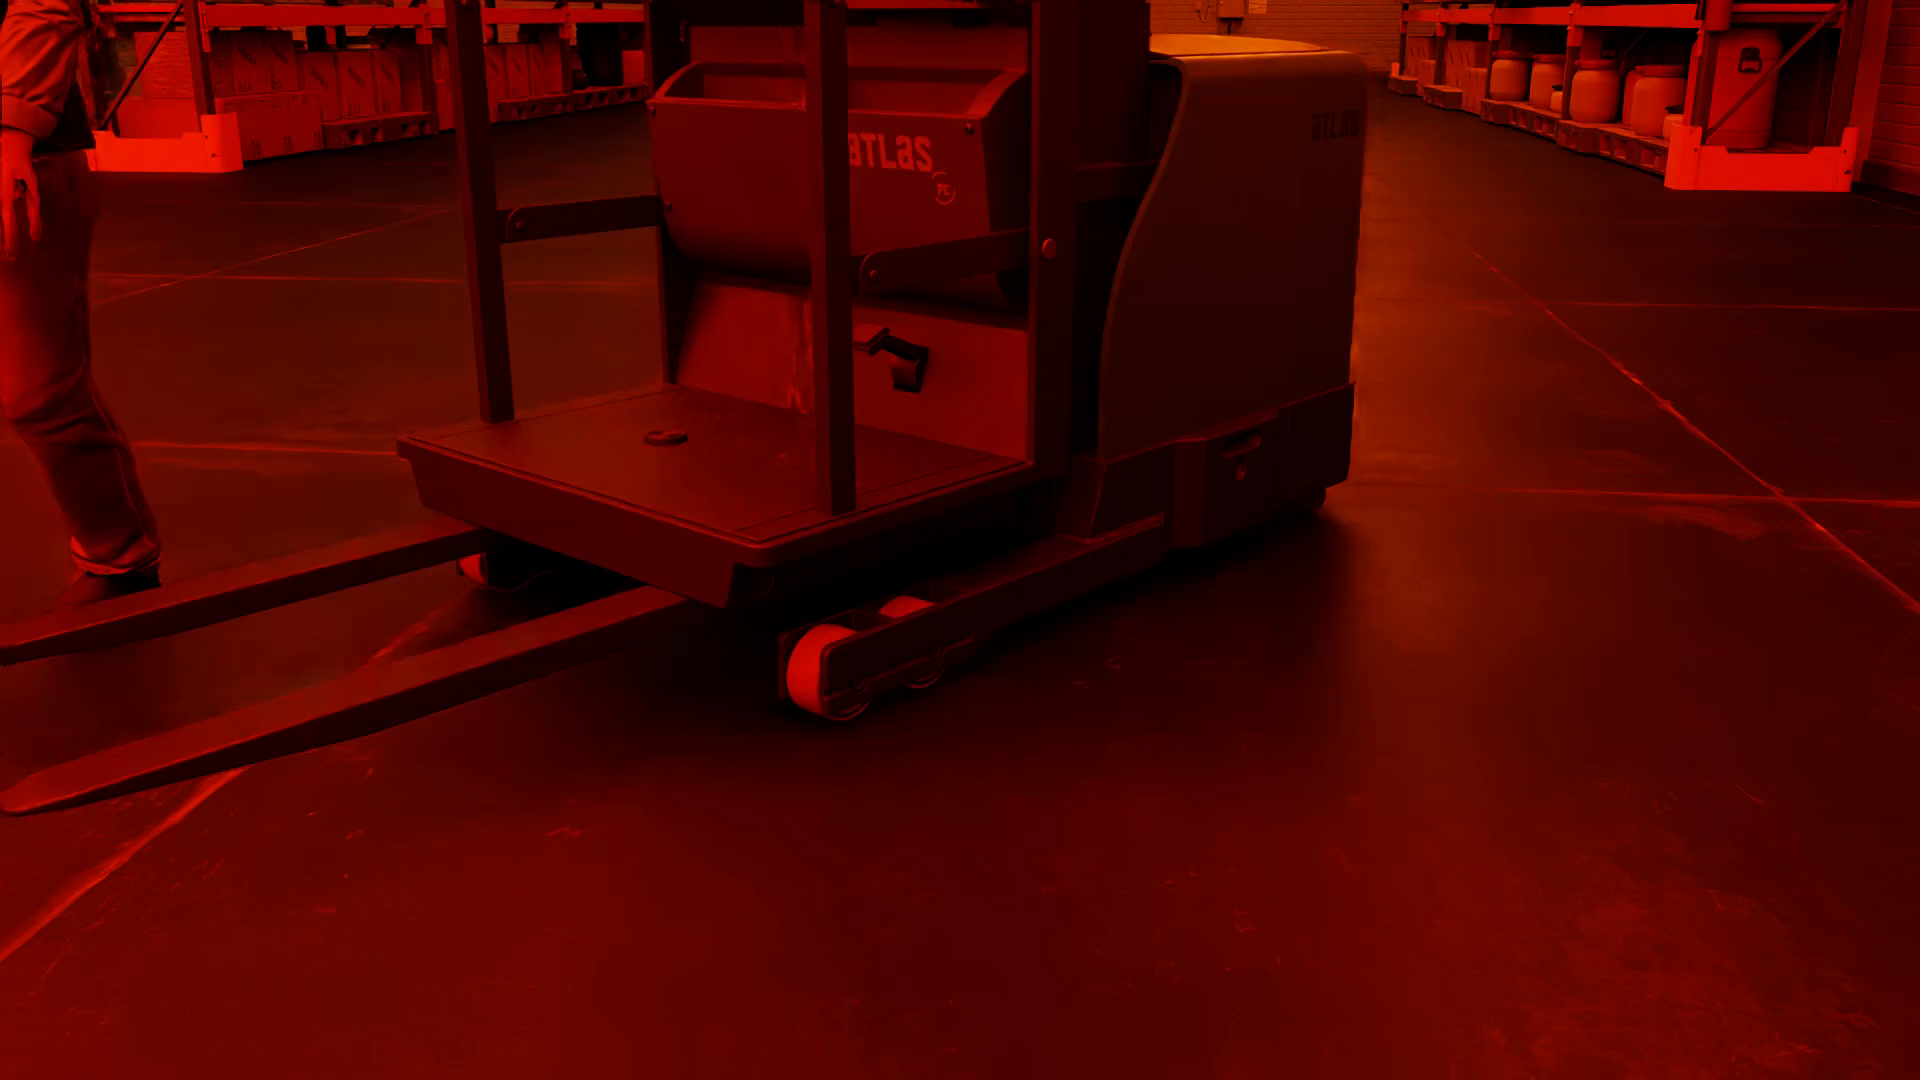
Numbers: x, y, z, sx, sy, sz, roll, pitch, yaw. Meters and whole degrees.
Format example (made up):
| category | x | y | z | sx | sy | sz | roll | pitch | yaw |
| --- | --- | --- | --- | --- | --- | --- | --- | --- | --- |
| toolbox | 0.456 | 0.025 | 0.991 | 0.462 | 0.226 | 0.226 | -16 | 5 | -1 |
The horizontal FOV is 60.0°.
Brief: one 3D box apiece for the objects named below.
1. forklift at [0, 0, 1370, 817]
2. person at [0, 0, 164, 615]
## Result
| category | x | y | z | sx | sy | sz | roll | pitch | yaw |
| --- | --- | --- | --- | --- | --- | --- | --- | --- | --- |
| forklift | -0.400 | -1.258 | 2.943 | 1.130 | 2.935 | 3.031 | 15 | 23 | 39 |
| person | -1.793 | -0.610 | 2.814 | 0.671 | 1.702 | 0.725 | 5 | 18 | 15 |
